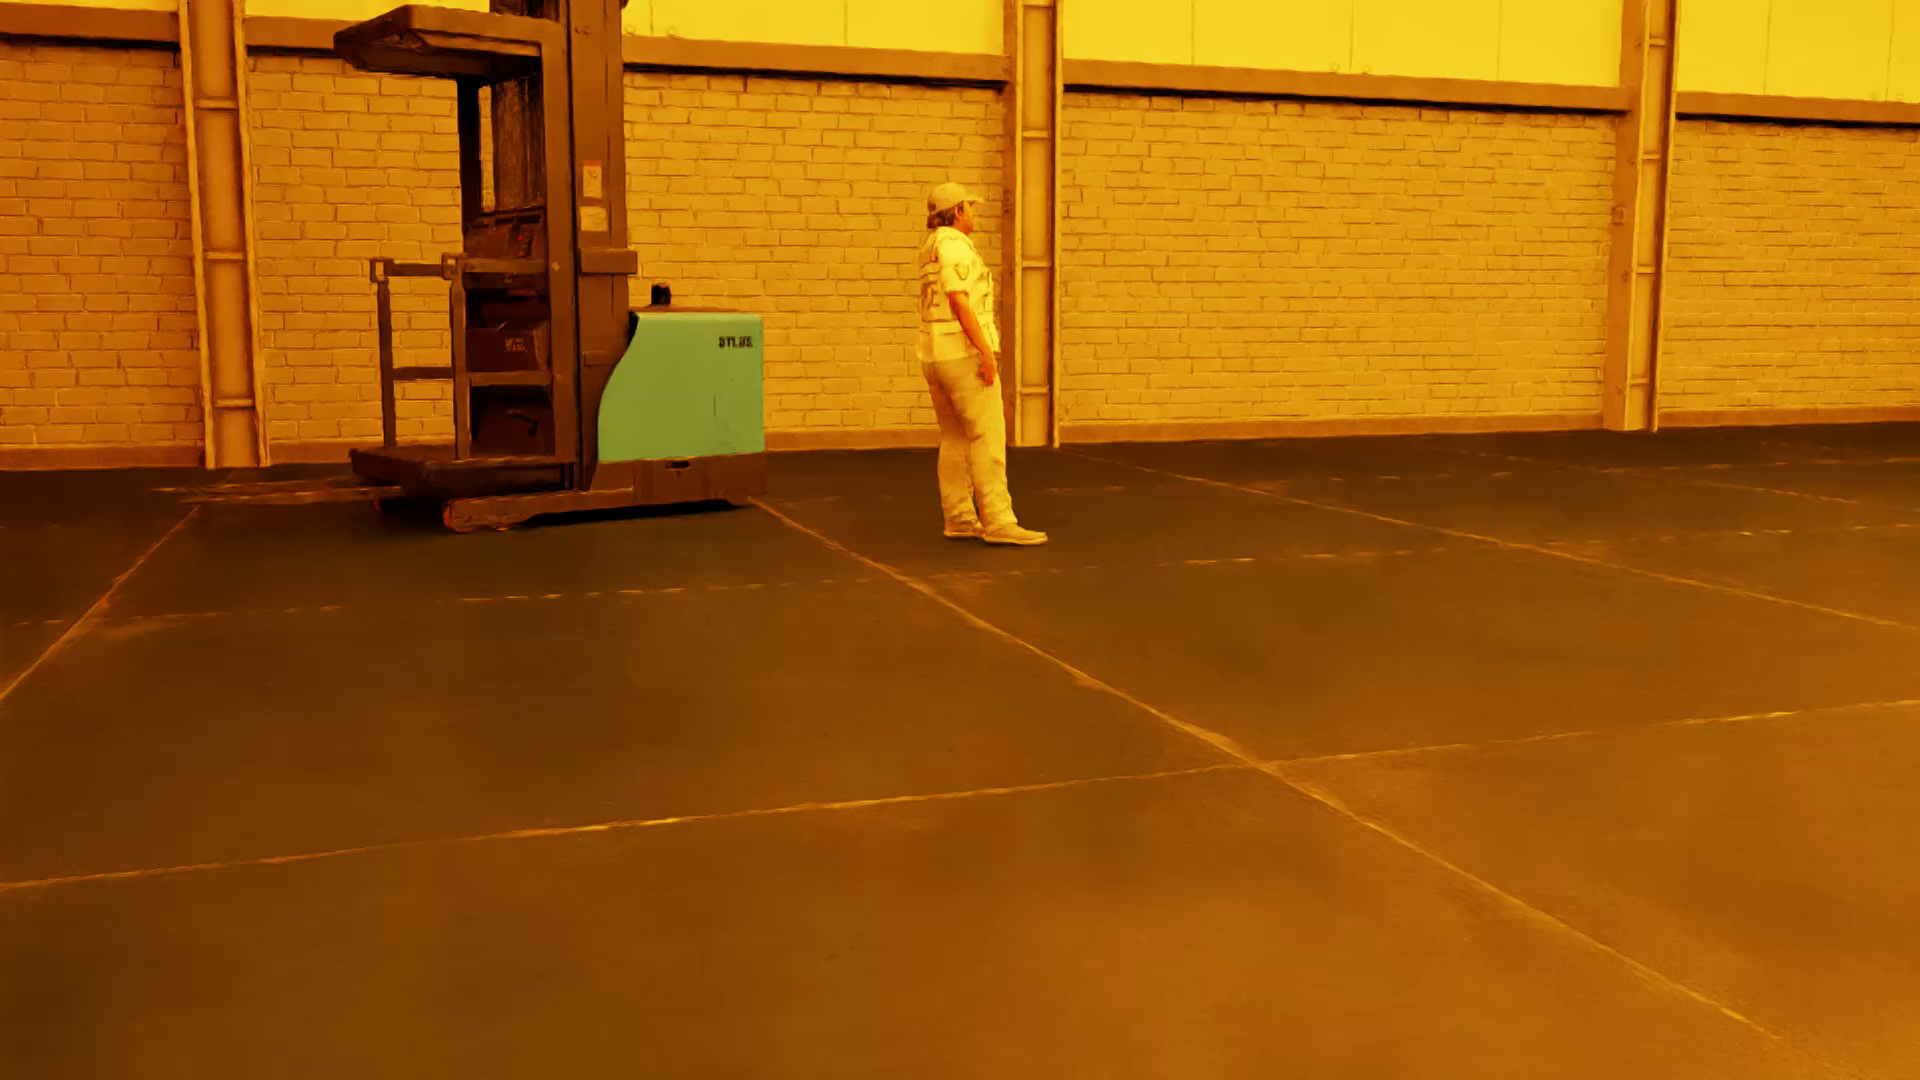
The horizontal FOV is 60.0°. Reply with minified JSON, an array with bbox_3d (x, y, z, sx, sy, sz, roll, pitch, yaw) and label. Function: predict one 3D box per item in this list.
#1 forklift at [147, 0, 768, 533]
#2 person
[{"bbox_3d":[-2.539,-1.564,8.549,3.031,2.935,1.130,-6,10,-38],"label":"forklift"},{"bbox_3d":[0.080,-0.834,7.813,0.529,1.669,0.598,-3,8,-18],"label":"person"}]
